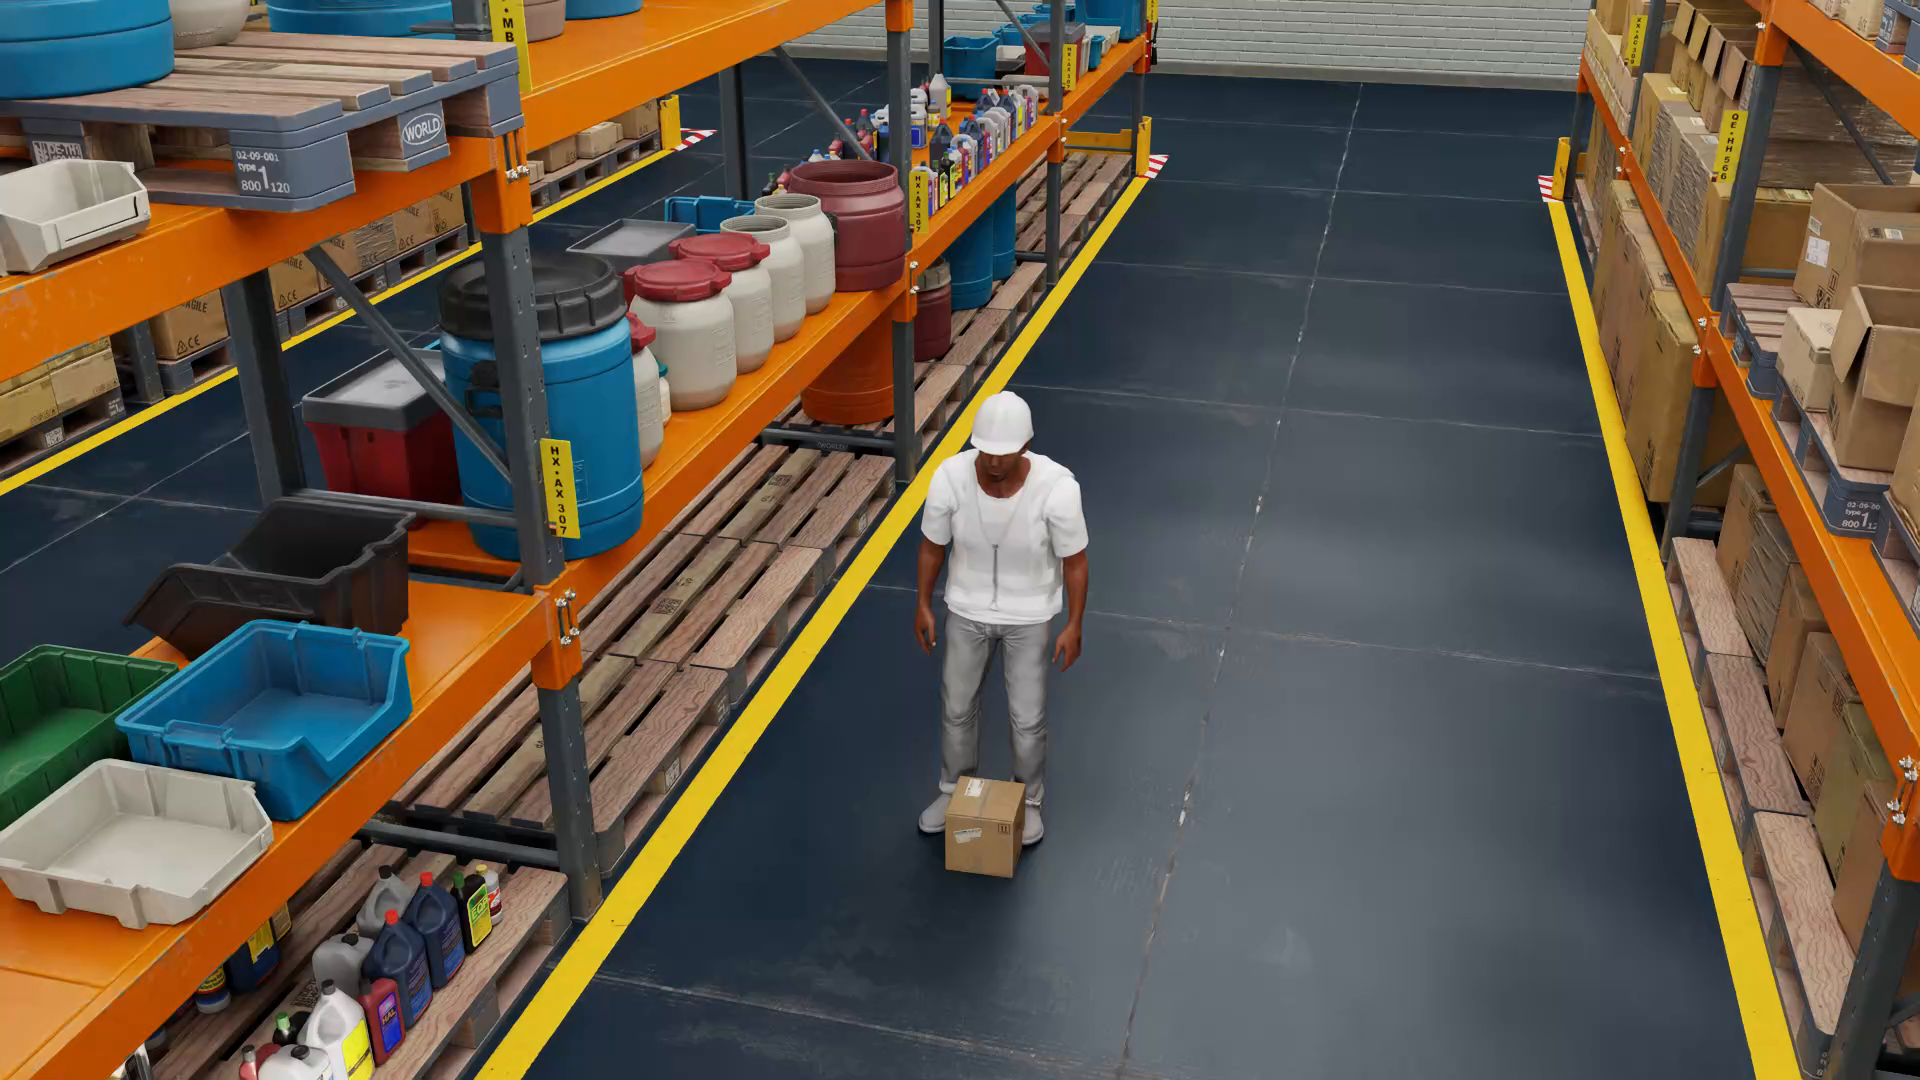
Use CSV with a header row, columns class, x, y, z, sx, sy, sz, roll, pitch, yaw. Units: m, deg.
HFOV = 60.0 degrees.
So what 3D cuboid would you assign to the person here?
class,x,y,z,sx,sy,sz,roll,pitch,yaw
person,0.139,0.279,5.994,0.628,1.761,0.461,6,26,13
